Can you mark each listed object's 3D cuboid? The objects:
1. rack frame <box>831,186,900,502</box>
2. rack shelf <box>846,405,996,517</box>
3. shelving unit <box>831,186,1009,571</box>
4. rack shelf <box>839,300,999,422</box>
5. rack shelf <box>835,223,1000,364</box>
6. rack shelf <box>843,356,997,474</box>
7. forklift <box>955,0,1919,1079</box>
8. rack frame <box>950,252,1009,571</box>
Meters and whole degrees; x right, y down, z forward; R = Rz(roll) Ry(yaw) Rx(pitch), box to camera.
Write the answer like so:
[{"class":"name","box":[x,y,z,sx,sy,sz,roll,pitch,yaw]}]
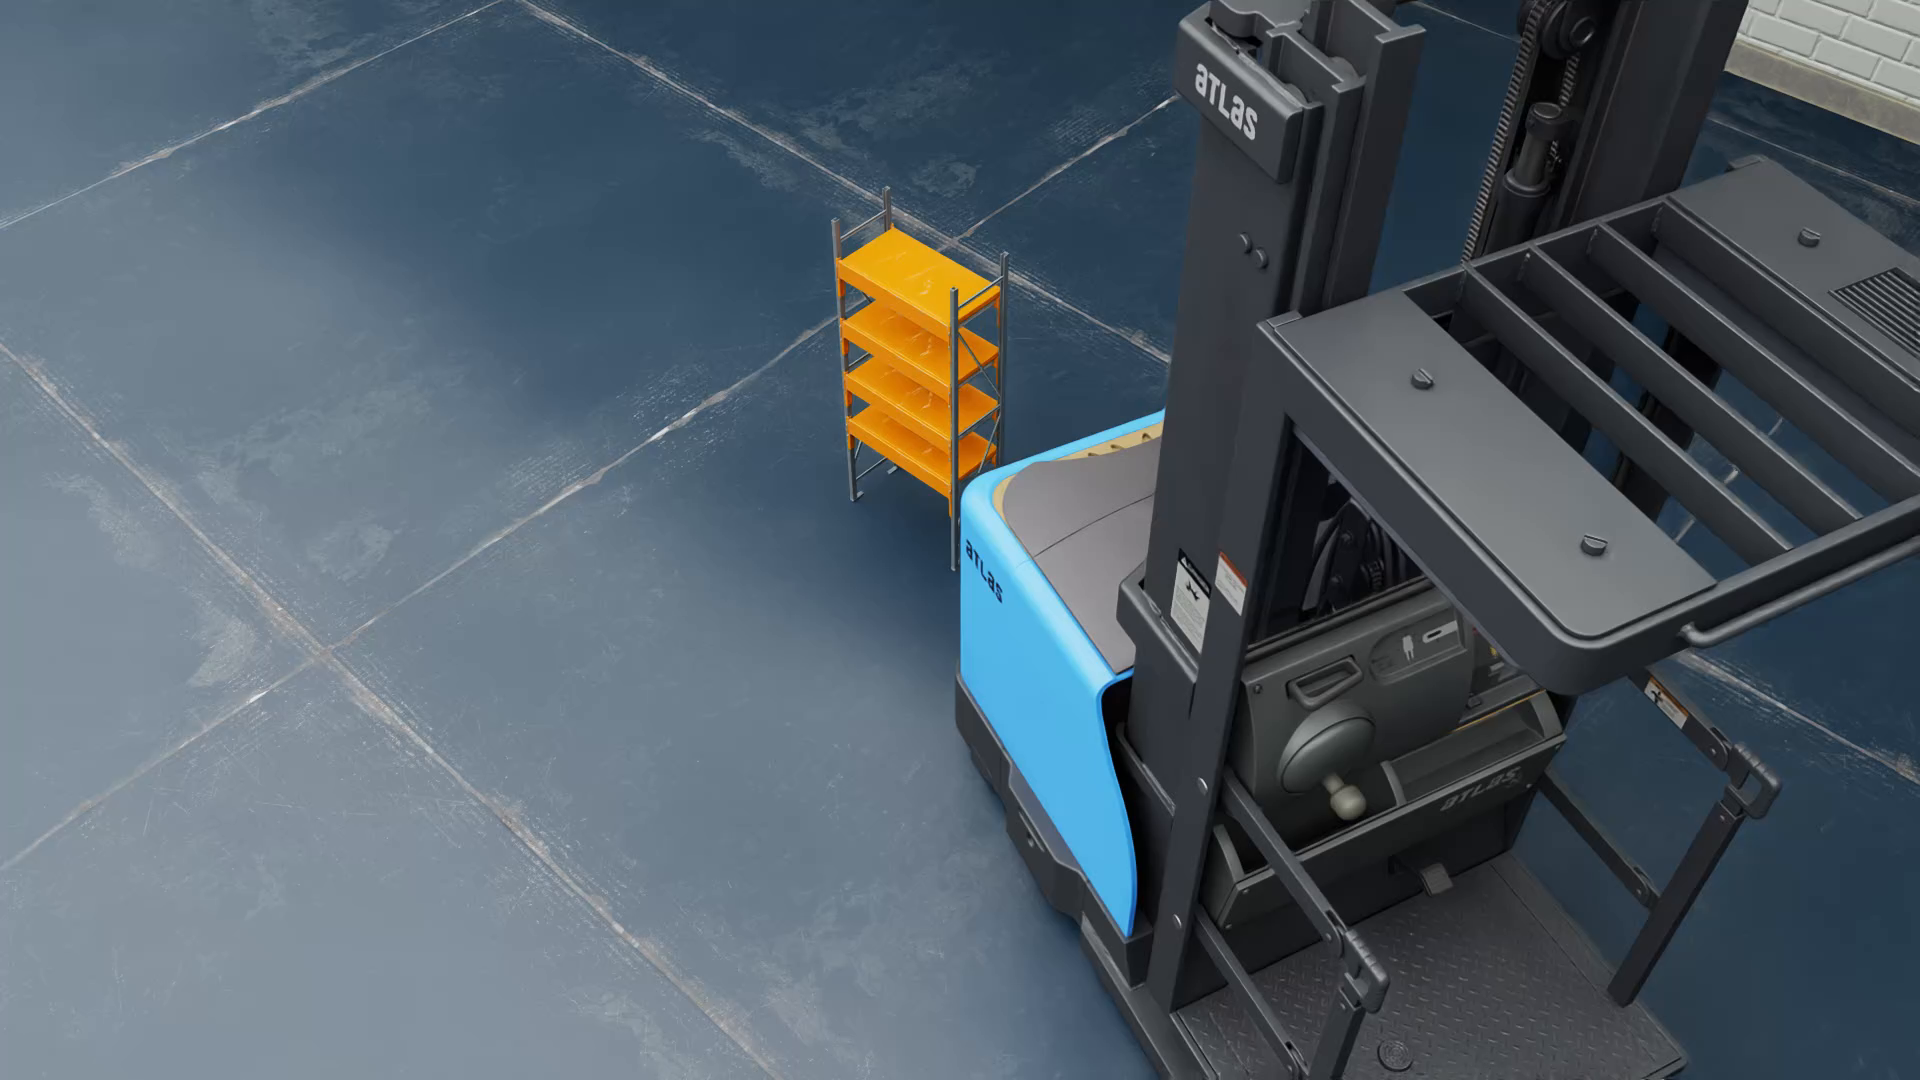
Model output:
[{"class":"rack frame","box":[-0.301,-0.613,5.503,0.015,1.200,0.240,34,55,28]},{"class":"rack shelf","box":[-0.122,-0.311,5.583,0.480,0.148,0.258,34,55,28]},{"class":"shelving unit","box":[-0.122,-0.493,5.389,0.503,1.200,0.258,34,55,28]},{"class":"rack shelf","box":[-0.122,-0.600,5.275,0.480,0.148,0.258,34,55,28]},{"class":"rack shelf","box":[-0.122,-0.762,5.103,0.480,0.148,0.258,34,55,28]},{"class":"rack shelf","box":[-0.122,-0.446,5.438,0.480,0.148,0.258,34,55,28]},{"class":"forklift","box":[1.095,0.379,3.383,1.130,2.935,3.031,-20,50,-18]},{"class":"rack frame","box":[0.058,-0.372,5.276,0.015,1.200,0.240,34,55,28]}]
